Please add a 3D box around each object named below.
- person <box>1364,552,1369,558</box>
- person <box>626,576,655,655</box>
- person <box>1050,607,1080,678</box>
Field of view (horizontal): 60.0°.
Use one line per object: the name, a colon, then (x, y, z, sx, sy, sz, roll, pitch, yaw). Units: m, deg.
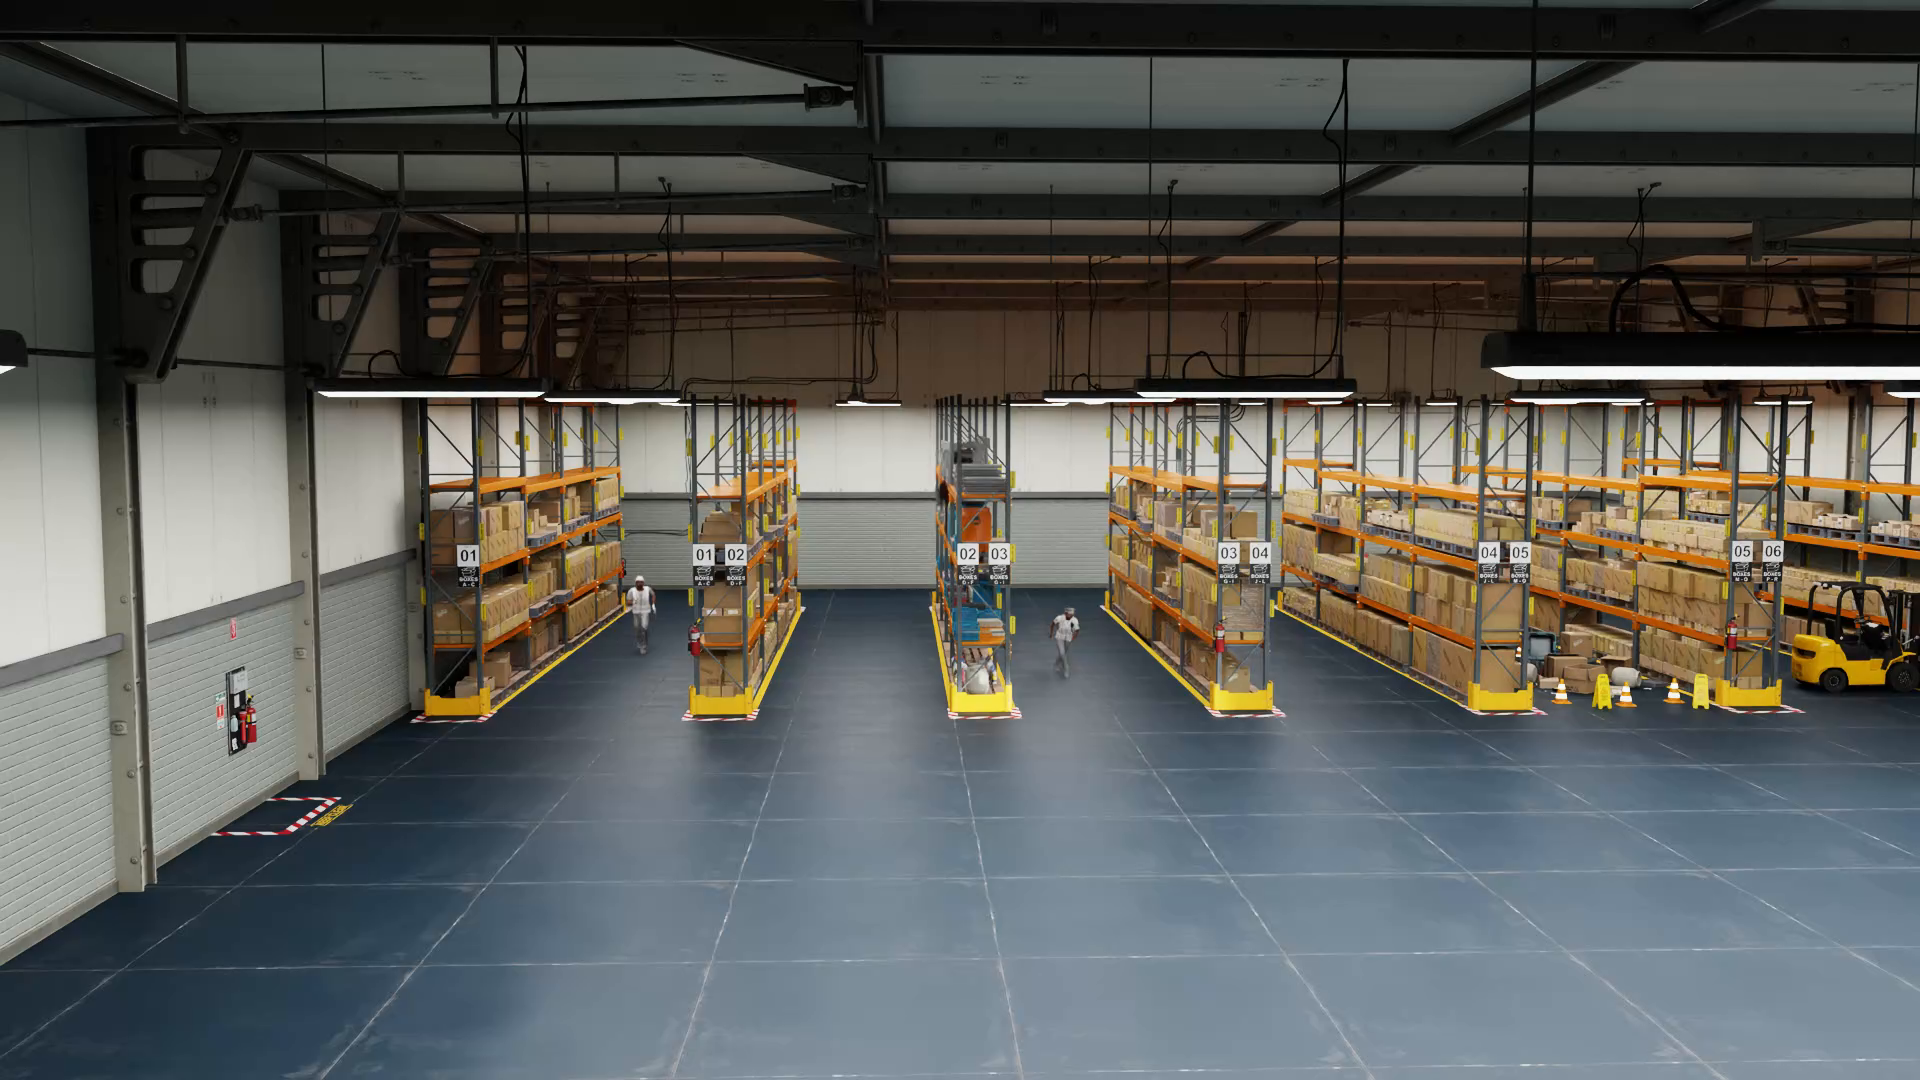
person: (11.308, 1.199, 46.339, 0.624, 1.723, 0.972, 0, 5, -4)
person: (-7.502, 1.755, 39.076, 0.646, 1.842, 0.878, 0, 5, -3)
person: (2.226, 2.153, 35.758, 0.592, 1.507, 1.016, -1, 5, -11)
